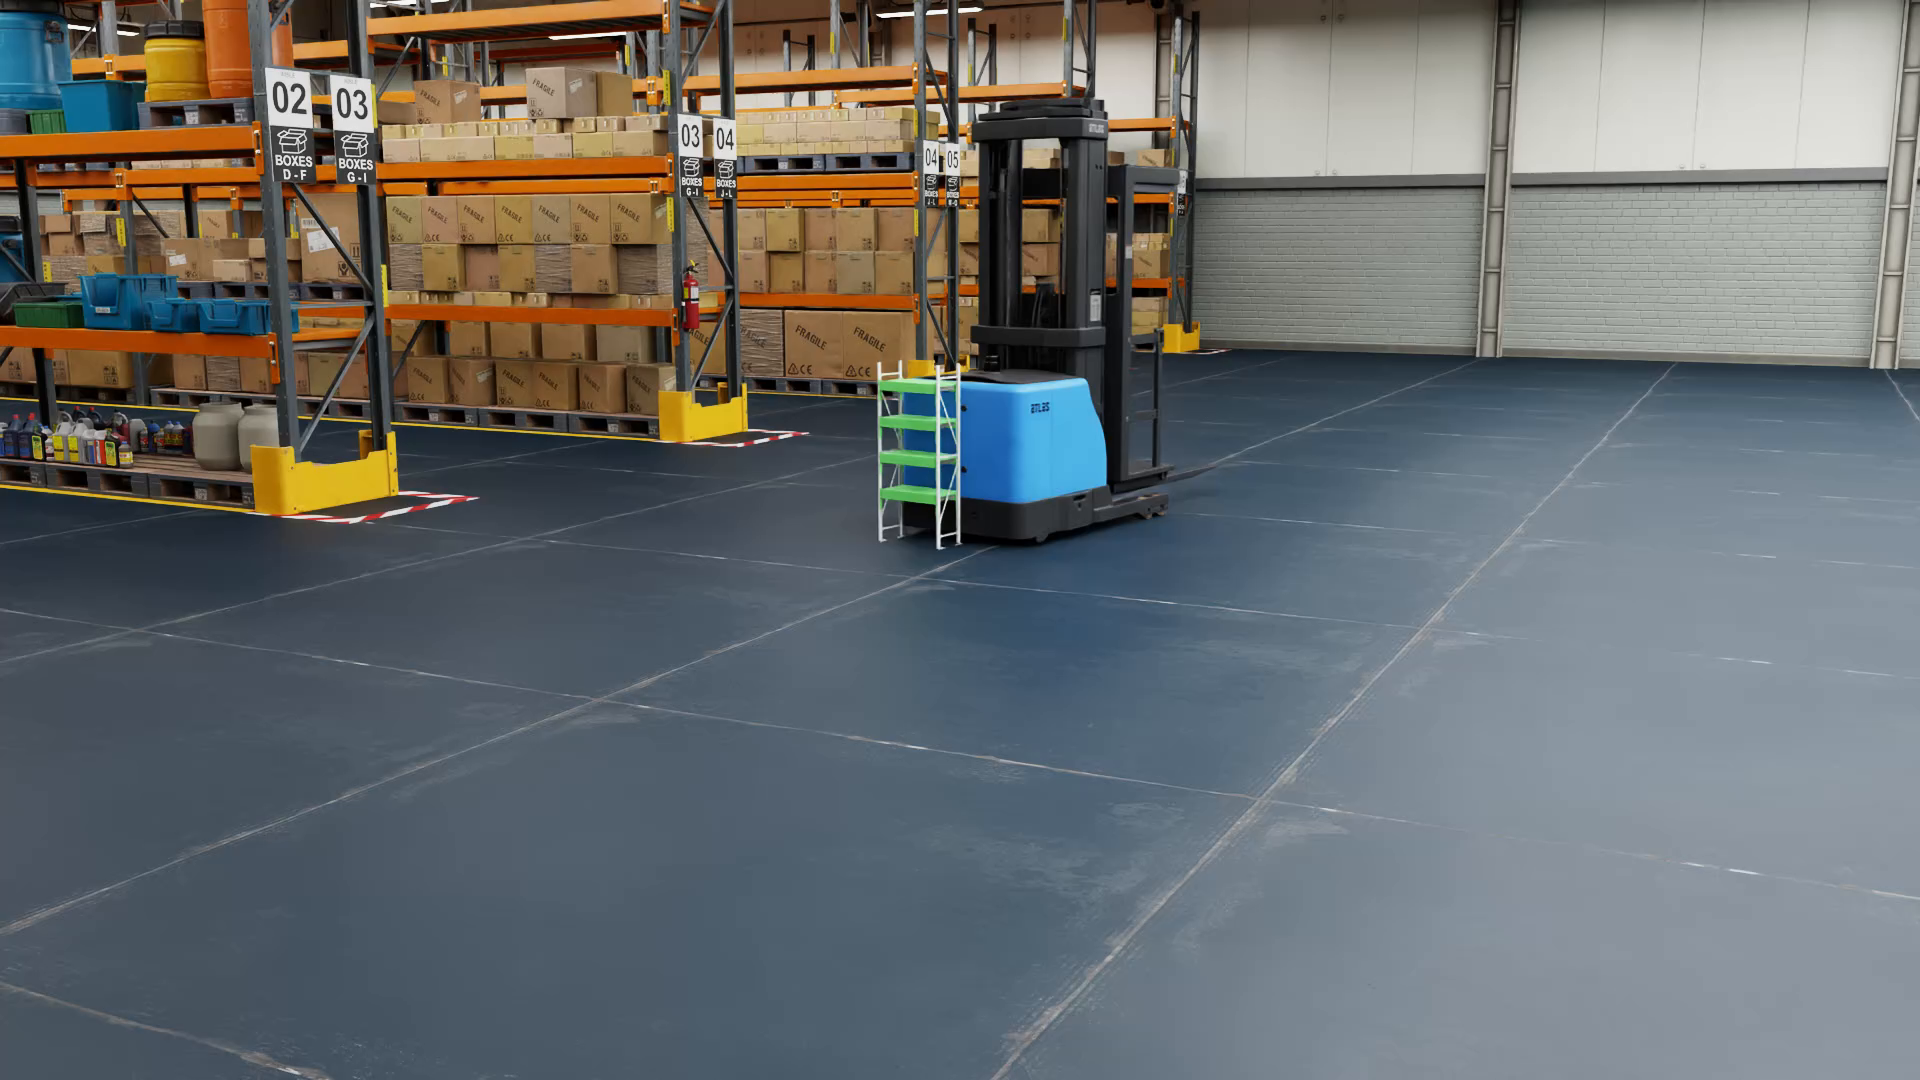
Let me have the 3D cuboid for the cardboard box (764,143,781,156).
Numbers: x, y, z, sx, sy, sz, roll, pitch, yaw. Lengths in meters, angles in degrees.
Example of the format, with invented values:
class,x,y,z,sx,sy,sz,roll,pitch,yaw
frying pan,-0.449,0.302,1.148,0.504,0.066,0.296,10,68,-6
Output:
class,x,y,z,sx,sy,sz,roll,pitch,yaw
cardboard box,-2.336,-5.058,21.578,0.250,0.149,0.380,5,11,27

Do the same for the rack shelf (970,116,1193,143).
class,x,y,z,sx,sy,sz,roll,pitch,yaw
rack shelf,2.210,-7.488,30.478,4.000,0.370,1.077,5,11,26

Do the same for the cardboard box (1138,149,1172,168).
class,x,y,z,sx,sy,sz,roll,pitch,yaw
cardboard box,3.499,-6.706,29.697,0.500,0.500,0.500,5,12,28

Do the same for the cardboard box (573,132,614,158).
class,x,y,z,sx,sy,sz,roll,pitch,yaw
cardboard box,-3.568,-3.992,16.862,0.500,0.250,0.500,5,11,26

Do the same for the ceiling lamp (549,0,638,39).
class,x,y,z,sx,sy,sz,roll,pitch,yaw
ceiling lamp,-6.978,-11.282,31.908,2.000,3.185,0.800,5,11,26

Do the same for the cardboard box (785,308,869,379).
class,x,y,z,sx,sy,sz,roll,pitch,yaw
cardboard box,-1.716,-2.610,22.018,0.875,0.875,0.875,5,11,25

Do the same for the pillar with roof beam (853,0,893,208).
class,x,y,z,sx,sy,sz,roll,pitch,yaw
pillar with roof beam,-3.507,-7.865,29.419,0.548,9.000,9.100,5,11,26

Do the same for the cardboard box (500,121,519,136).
class,x,y,z,sx,sy,sz,roll,pitch,yaw
cardboard box,-4.574,-4.280,17.337,0.250,0.149,0.380,5,12,27

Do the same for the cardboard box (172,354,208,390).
class,x,y,z,sx,sy,sz,roll,pitch,yaw
cardboard box,-9.139,-2.120,20.307,0.500,0.500,0.700,4,11,23

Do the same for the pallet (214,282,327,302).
class,x,y,z,sx,sy,sz,roll,pitch,yaw
pallet,-7.955,-2.940,19.589,1.213,0.211,1.003,5,11,26

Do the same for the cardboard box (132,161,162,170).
class,x,y,z,sx,sy,sz,roll,pitch,yaw
cardboard box,-9.439,-4.508,19.715,0.500,0.250,0.500,5,12,27

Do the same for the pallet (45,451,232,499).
class,x,y,z,sx,sy,sz,roll,pitch,yaw
pallet,-6.671,-0.550,13.675,1.213,0.211,1.003,5,11,26

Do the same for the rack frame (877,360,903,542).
class,x,y,z,sx,sy,sz,roll,pitch,yaw
rack frame,-0.467,-0.595,11.150,0.015,1.200,0.240,8,13,36

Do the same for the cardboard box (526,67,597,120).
class,x,y,z,sx,sy,sz,roll,pitch,yaw
cardboard box,-4.076,-4.553,17.019,0.500,0.500,0.500,5,11,26

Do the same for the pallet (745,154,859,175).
class,x,y,z,sx,sy,sz,roll,pitch,yaw
pallet,-2.057,-4.922,21.832,1.213,0.211,1.003,5,11,26

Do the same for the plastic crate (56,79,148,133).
class,x,y,z,sx,sy,sz,roll,pitch,yaw
plastic crate,-6.609,-3.333,12.843,0.575,0.384,0.392,5,11,26

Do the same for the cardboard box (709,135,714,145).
class,x,y,z,sx,sy,sz,roll,pitch,yaw
cardboard box,-3.108,-5.334,21.984,0.500,0.250,0.500,5,11,25

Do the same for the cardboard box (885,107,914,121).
class,x,y,z,sx,sy,sz,roll,pitch,yaw
cardboard box,-0.741,-5.310,20.733,0.250,0.149,0.380,5,11,26

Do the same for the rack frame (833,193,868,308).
class,x,y,z,sx,sy,sz,roll,pitch,yaw
rack frame,-1.776,-4.451,27.402,0.127,3.000,1.000,5,11,26

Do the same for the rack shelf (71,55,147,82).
class,x,y,z,sx,sy,sz,roll,pitch,yaw
rack shelf,-11.542,-5.742,20.834,4.000,0.370,1.077,5,11,26

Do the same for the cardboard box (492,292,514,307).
class,x,y,z,sx,sy,sz,roll,pitch,yaw
cardboard box,-4.750,-2.564,17.678,0.250,0.149,0.380,5,11,26

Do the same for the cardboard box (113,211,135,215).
class,x,y,z,sx,sy,sz,roll,pitch,yaw
cardboard box,-13.440,-5.125,27.200,0.500,0.500,0.500,5,11,25

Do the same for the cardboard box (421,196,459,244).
class,x,y,z,sx,sy,sz,roll,pitch,yaw
cardboard box,-5.421,-3.441,17.895,0.500,0.500,0.500,5,11,26

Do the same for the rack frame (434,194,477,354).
class,x,y,z,sx,sy,sz,roll,pitch,yaw
rack frame,-7.463,-3.968,24.731,0.127,3.000,1.000,5,11,26

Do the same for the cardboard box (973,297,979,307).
class,x,y,z,sx,sy,sz,roll,pitch,yaw
cardboard box,0.394,-3.738,26.074,0.250,0.149,0.380,5,12,27

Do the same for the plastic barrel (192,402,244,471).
class,x,y,z,sx,sy,sz,roll,pitch,yaw
plastic barrel,-5.839,-0.824,13.166,0.421,0.512,0.421,0,10,0

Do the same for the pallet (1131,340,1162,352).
class,x,y,z,sx,sy,sz,roll,pitch,yaw
pallet,3.299,-3.610,30.586,1.213,0.211,1.003,5,11,26

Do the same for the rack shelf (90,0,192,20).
class,x,y,z,sx,sy,sz,roll,pitch,yaw
rack shelf,-12.844,-8.674,26.577,4.000,0.370,1.077,5,11,26

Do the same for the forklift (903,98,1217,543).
class,x,y,z,sx,sy,sz,roll,pitch,yaw
forklift,0.882,-1.637,12.047,1.130,2.935,3.031,8,13,36

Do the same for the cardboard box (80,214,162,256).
class,x,y,z,sx,sy,sz,roll,pitch,yaw
cardboard box,-10.397,-3.787,20.632,0.637,0.503,0.797,5,12,28

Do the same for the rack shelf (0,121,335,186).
class,x,y,z,sx,sy,sz,roll,pitch,yaw
rack shelf,-6.559,-3.042,13.212,4.000,0.370,1.077,5,11,26

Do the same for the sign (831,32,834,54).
class,x,y,z,sx,sy,sz,roll,pitch,yaw
sign,-2.017,-7.852,26.278,0.005,0.325,0.100,5,11,26

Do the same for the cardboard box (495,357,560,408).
class,x,y,z,sx,sy,sz,roll,pitch,yaw
cardboard box,-4.712,-1.727,18.189,0.500,0.500,0.500,4,11,21

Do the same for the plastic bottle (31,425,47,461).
class,x,y,z,sx,sy,sz,roll,pitch,yaw
plastic bottle,-7.514,-0.793,13.580,0.133,0.283,0.061,6,12,28

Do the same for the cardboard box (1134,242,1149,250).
class,x,y,z,sx,sy,sz,roll,pitch,yaw
cardboard box,3.327,-5.295,29.964,0.250,0.149,0.380,5,12,27

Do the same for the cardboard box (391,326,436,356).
class,x,y,z,sx,sy,sz,roll,pitch,yaw
cardboard box,-8.169,-2.955,24.972,0.500,0.500,0.500,5,11,26

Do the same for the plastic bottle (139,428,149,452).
class,x,y,z,sx,sy,sz,roll,pitch,yaw
plastic bottle,-6.924,-0.853,14.144,0.097,0.201,0.097,0,10,0

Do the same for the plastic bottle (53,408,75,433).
class,x,y,z,sx,sy,sz,roll,pitch,yaw
plastic bottle,-7.711,-0.963,14.329,0.185,0.351,0.144,5,11,26

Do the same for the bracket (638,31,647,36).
class,x,y,z,sx,sy,sz,roll,pitch,yaw
bracket,-6.768,-10.707,35.016,0.430,0.232,0.235,5,11,26

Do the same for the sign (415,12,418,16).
class,x,y,z,sx,sy,sz,roll,pitch,yaw
sign,-7.694,-7.331,23.623,0.005,0.325,0.100,5,11,26

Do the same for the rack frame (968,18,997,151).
class,x,y,z,sx,sy,sz,roll,pitch,yaw
rack frame,0.417,-8.196,31.249,0.127,3.000,1.000,5,11,26

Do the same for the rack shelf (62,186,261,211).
class,x,y,z,sx,sy,sz,roll,pitch,yaw
rack shelf,-12.844,-5.563,27.140,4.000,0.370,1.077,5,11,26

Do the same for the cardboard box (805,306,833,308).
class,x,y,z,sx,sy,sz,roll,pitch,yaw
cardboard box,-2.617,-4.546,33.415,0.625,0.625,0.875,5,12,28

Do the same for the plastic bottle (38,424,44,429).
class,x,y,z,sx,sy,sz,roll,pitch,yaw
plastic bottle,-7.629,-0.829,13.815,0.097,0.271,0.097,0,10,0

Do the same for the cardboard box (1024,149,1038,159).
class,x,y,z,sx,sy,sz,roll,pitch,yaw
cardboard box,1.163,-5.887,25.377,0.250,0.149,0.380,5,12,27

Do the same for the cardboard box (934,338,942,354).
class,x,y,z,sx,sy,sz,roll,pitch,yaw
cardboard box,-0.406,-3.133,26.663,0.500,0.250,0.500,5,11,25

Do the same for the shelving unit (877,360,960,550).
class,x,y,z,sx,sy,sz,roll,pitch,yaw
shelving unit,-0.272,-0.569,11.006,0.503,1.200,0.258,8,13,36

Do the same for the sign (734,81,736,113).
class,x,y,z,sx,sy,sz,roll,pitch,yaw
sign,-2.334,-4.546,17.049,0.005,0.325,0.100,5,11,26

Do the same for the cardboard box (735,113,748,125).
class,x,y,z,sx,sy,sz,roll,pitch,yaw
cardboard box,-2.785,-5.490,21.727,0.250,0.149,0.380,5,11,26

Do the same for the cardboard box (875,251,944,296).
class,x,y,z,sx,sy,sz,roll,pitch,yaw
cardboard box,-0.642,-3.433,21.356,0.550,0.550,0.875,5,11,26

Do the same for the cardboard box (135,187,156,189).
class,x,y,z,sx,sy,sz,roll,pitch,yaw
cardboard box,-12.952,-5.801,26.859,0.500,0.250,0.500,5,11,26

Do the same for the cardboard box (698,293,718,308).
class,x,y,z,sx,sy,sz,roll,pitch,yaw
cardboard box,-2.724,-2.490,17.272,0.250,0.149,0.380,5,11,26

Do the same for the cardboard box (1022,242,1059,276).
class,x,y,z,sx,sy,sz,roll,pitch,yaw
cardboard box,1.202,-4.330,25.618,0.500,0.500,0.500,5,11,25
